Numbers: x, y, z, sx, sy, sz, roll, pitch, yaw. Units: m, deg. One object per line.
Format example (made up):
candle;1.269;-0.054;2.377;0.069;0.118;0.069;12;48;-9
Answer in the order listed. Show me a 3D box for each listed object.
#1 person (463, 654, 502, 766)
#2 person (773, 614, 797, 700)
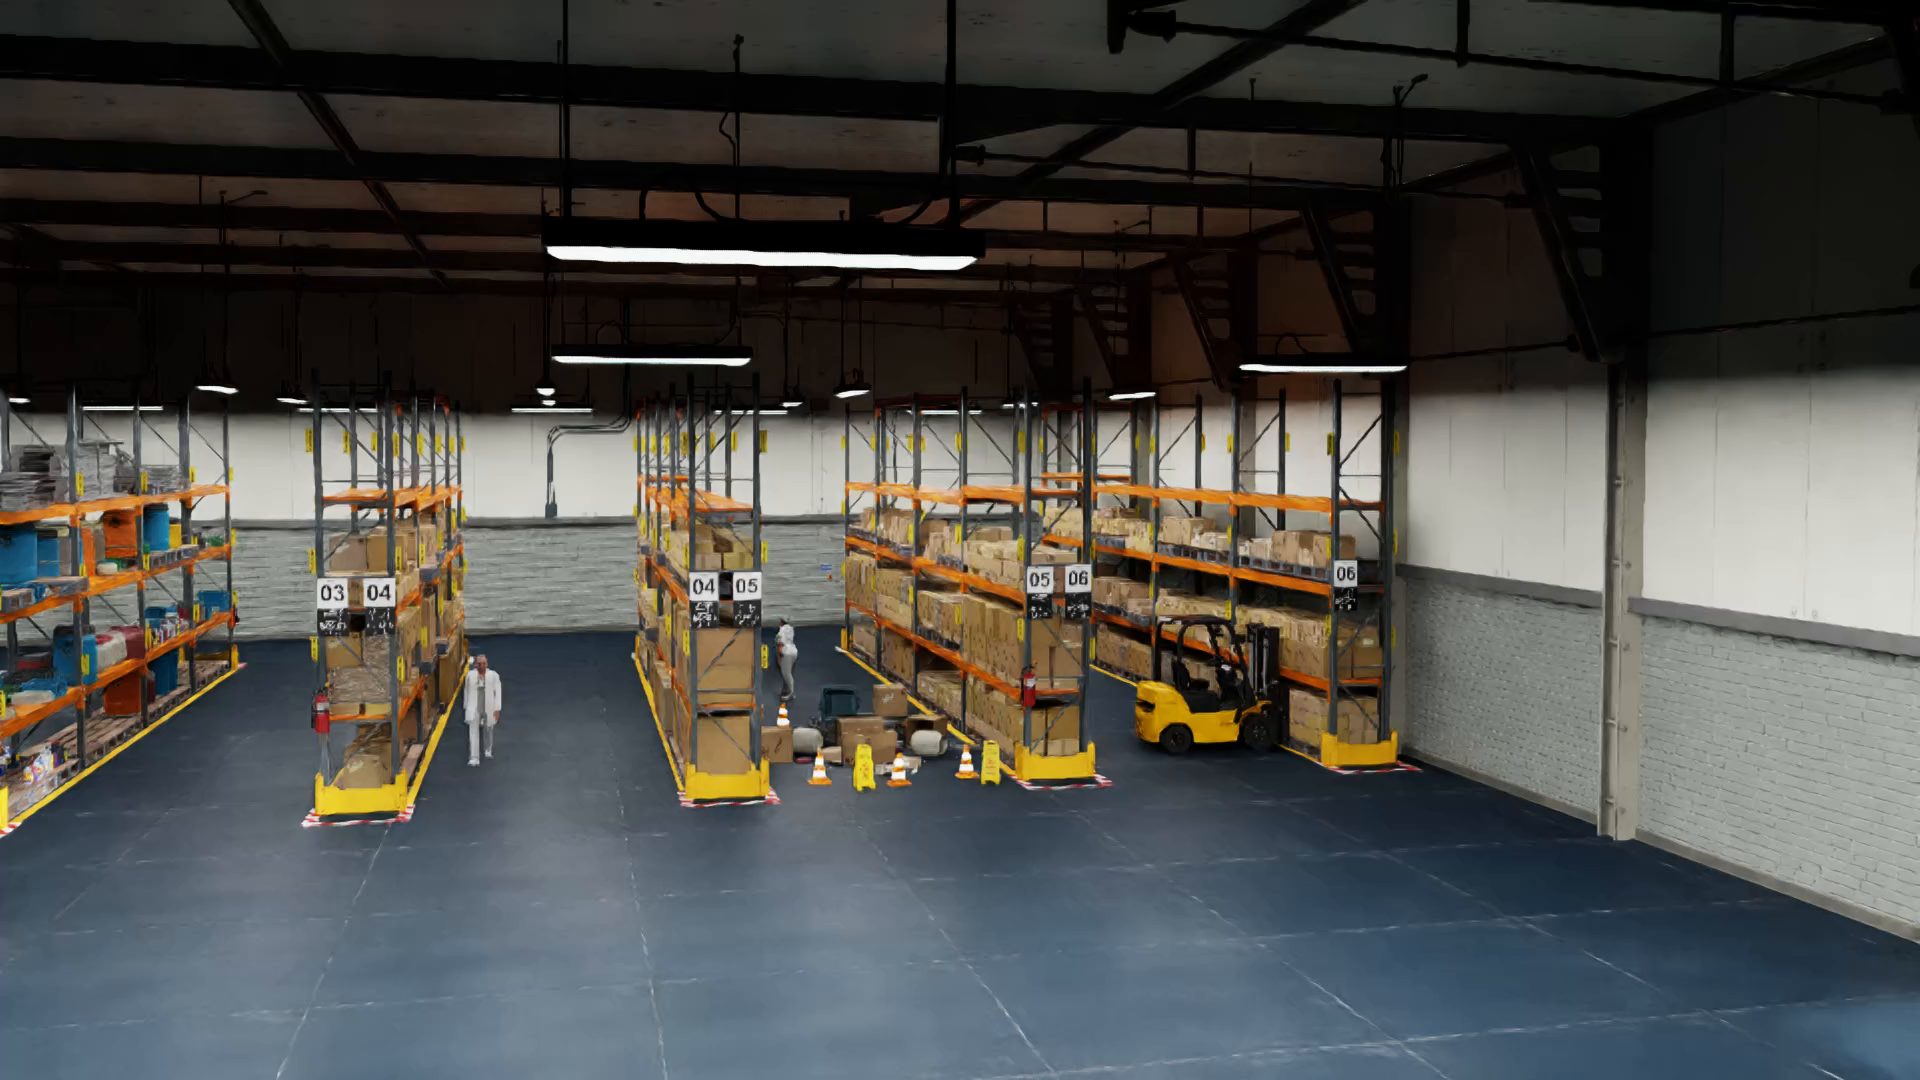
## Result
person;-7.476;2.630;26.039;0.588;1.700;1.193;-1;3;-16
person;-3.450;2.277;32.662;0.550;1.657;0.599;1;3;17
